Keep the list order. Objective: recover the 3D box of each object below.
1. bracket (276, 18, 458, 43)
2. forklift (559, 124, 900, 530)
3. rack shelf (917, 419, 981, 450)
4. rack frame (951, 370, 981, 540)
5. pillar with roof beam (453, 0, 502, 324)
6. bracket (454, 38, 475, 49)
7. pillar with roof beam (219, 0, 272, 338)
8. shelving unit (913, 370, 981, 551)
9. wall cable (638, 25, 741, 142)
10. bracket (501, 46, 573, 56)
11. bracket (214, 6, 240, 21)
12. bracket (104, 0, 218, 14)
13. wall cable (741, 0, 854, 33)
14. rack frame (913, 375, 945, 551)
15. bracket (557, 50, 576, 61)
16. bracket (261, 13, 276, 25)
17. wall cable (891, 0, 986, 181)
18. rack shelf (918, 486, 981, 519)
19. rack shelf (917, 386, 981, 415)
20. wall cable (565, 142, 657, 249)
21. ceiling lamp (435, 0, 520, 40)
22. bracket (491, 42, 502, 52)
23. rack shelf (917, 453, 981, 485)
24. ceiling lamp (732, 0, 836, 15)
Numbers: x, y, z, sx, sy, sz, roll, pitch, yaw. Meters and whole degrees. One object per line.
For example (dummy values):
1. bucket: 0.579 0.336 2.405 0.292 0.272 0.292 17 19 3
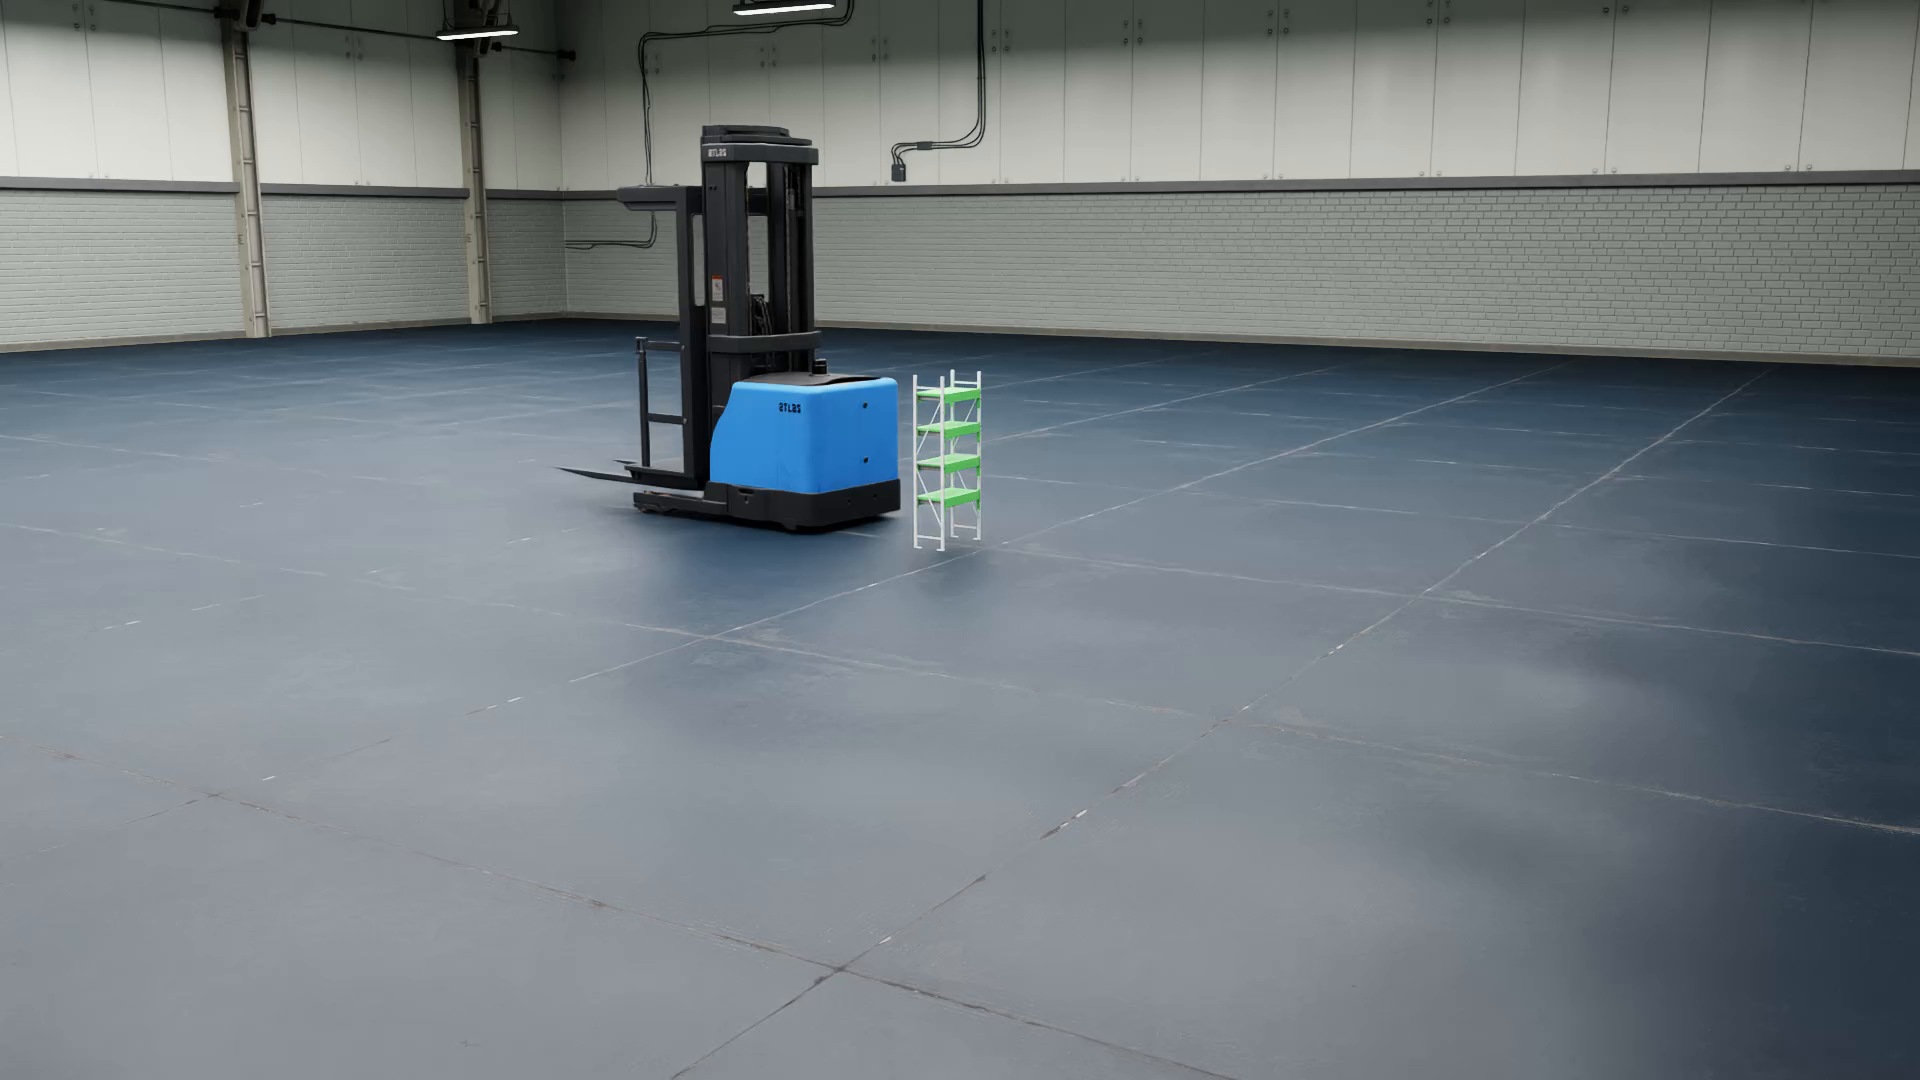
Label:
1. bracket: -12.496 -10.783 35.231 0.076 0.066 4.783 6 12 31
2. forklift: -1.939 -1.703 12.999 3.031 2.935 1.130 8 13 36
3. rack shelf: -0.086 -0.737 11.587 0.258 0.148 0.480 6 12 31
4. rack frame: 0.041 -0.602 11.824 0.240 1.200 0.015 6 12 31
5. pillar with roof beam: -7.567 -9.107 36.059 9.100 9.000 0.548 6 12 31
6. bracket: -11.159 -11.188 37.395 0.235 0.232 0.430 6 12 31
7. pillar with roof beam: -10.682 -8.163 31.019 9.100 9.000 0.548 6 12 31
8. shelving unit: -0.086 -0.564 11.619 0.258 1.200 0.503 6 12 31
9. wall cable: -6.275 -10.553 38.497 3.097 2.526 0.112 6 12 31
10. bracket: -9.804 -11.599 39.587 0.076 0.066 3.189 6 12 31
11. bracket: -14.274 -10.245 32.355 0.235 0.232 0.430 6 12 31
12. bracket: -15.611 -9.839 30.190 0.076 0.066 4.783 6 12 31
13. wall cable: -3.630 -12.493 36.499 3.097 2.526 0.112 6 12 31
14. rack frame: -0.213 -0.525 11.414 0.240 1.200 0.015 6 12 31
15. bracket: -9.497 -11.692 40.083 0.235 0.232 0.430 6 12 31
16. bracket: -13.843 -10.375 33.052 0.235 0.232 0.430 6 12 31
17. wall cable: -0.481 -10.617 34.885 2.305 6.003 0.169 6 12 31
18. rack shelf: -0.086 -0.265 11.675 0.258 0.148 0.480 6 12 31
19. rack shelf: -0.086 -0.973 11.543 0.258 0.148 0.480 6 12 31
20. wall cable: -8.587 -8.329 40.342 3.097 2.526 0.112 6 12 31
21. ceiling lamp: -9.193 -11.326 32.049 2.000 3.185 0.800 6 12 31
22. bracket: -10.728 -11.319 38.092 0.235 0.232 0.430 6 12 31
23. rack shelf: -0.086 -0.501 11.631 0.258 0.148 0.480 6 12 31
24. ceiling lamp: -2.877 -10.620 28.278 2.000 3.185 0.800 6 12 31
